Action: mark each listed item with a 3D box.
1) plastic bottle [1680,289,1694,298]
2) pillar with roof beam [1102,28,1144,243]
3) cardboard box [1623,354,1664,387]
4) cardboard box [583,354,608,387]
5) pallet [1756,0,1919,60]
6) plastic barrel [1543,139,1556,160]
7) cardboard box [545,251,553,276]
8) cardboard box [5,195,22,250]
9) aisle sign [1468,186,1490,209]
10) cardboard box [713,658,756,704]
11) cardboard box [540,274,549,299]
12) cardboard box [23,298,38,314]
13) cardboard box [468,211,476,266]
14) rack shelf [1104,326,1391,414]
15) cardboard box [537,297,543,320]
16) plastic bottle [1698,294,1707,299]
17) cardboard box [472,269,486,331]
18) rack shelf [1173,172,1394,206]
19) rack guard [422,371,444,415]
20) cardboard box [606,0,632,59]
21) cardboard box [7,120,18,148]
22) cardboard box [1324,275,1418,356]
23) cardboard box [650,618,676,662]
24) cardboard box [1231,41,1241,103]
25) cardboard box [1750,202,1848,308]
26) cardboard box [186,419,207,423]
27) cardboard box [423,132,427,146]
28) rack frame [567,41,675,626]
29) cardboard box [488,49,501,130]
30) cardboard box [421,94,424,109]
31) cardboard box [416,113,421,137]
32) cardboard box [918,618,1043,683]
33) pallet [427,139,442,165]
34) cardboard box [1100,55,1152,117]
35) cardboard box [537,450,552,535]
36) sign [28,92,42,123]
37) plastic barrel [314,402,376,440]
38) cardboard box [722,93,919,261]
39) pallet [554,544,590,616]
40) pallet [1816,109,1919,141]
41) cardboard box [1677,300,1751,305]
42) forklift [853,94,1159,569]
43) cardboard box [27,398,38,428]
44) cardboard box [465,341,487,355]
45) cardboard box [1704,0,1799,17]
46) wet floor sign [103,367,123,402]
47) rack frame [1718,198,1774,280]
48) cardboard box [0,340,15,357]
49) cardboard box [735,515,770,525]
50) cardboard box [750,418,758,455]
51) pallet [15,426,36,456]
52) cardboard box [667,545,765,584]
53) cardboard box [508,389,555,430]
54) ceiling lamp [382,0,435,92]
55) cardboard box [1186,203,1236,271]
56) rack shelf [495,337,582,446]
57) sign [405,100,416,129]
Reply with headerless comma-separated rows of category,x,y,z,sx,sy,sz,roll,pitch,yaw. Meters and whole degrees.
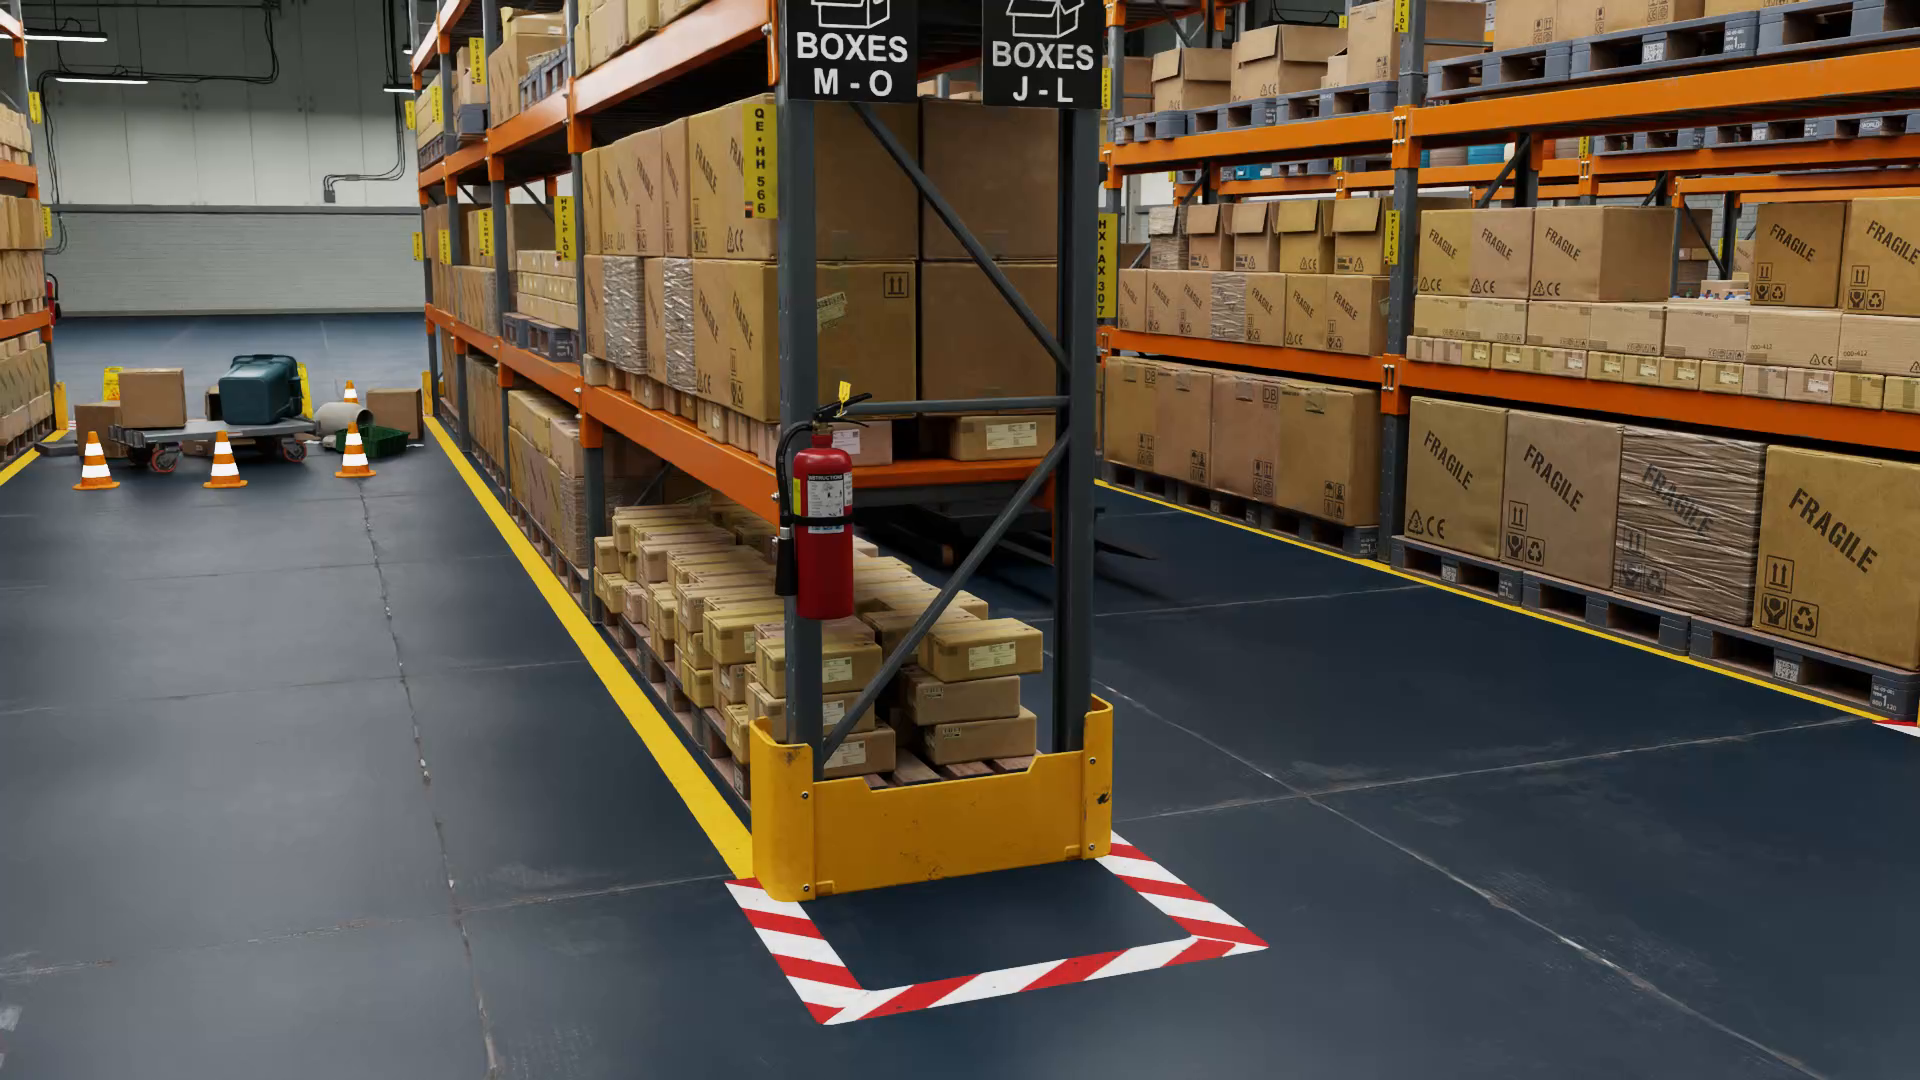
plastic bottle,6.865,-2.230,15.723,0.061,0.283,0.133,-4,11,-21
pillar with roof beam,1.006,-10.799,46.435,9.100,9.000,0.548,-4,11,-21
cardboard box,3.614,-0.869,8.458,0.380,0.149,0.250,-4,11,-20
cardboard box,-1.708,-0.870,8.463,0.380,0.149,0.250,-3,11,-19
pallet,4.325,-2.260,7.246,1.003,0.211,1.213,-4,11,-21
plastic barrel,5.988,-4.269,17.063,0.600,0.830,0.708,-4,11,-21
cardboard box,-2.404,-1.746,10.492,0.380,0.149,0.250,-4,11,-22
cardboard box,-9.260,-2.978,15.605,0.700,0.500,0.500,-4,11,-22
aisle sign,7.730,-5.217,24.760,0.394,0.787,0.004,-4,11,-21
cardboard box,-0.703,0.490,6.192,0.380,0.149,0.250,-4,11,-23
cardboard box,-2.499,-1.641,10.751,0.380,0.149,0.250,-4,11,-21
cardboard box,-9.707,-2.400,17.064,0.380,0.149,0.250,-4,11,-20
cardboard box,-4.219,-2.827,15.608,0.700,0.500,0.500,-4,11,-22
rack shelf,2.429,-1.331,12.392,1.077,0.370,4.000,-4,11,-21
cardboard box,-2.588,-1.536,11.006,0.380,0.149,0.250,-4,11,-19
plastic bottle,6.492,-2.016,14.556,0.097,0.271,0.097,0,10,0
cardboard box,-3.729,-1.982,13.714,0.500,0.500,0.500,-4,11,-22
rack shelf,4.146,-4.428,21.238,1.077,0.370,4.000,-4,11,-21
rack guard,-5.863,-1.792,20.070,1.175,0.500,0.348,-4,11,-21
cardboard box,-1.223,-2.204,7.107,0.500,0.250,0.500,-3,11,-18
cardboard box,-9.621,-4.005,16.385,0.500,0.250,0.500,-4,11,-19
cardboard box,2.730,-1.467,10.817,0.500,0.500,0.500,-4,11,-21
cardboard box,-1.165,0.425,7.405,0.380,0.149,0.250,-4,11,-22
cardboard box,2.387,-3.514,12.562,0.500,0.500,0.500,-3,11,-18
cardboard box,4.307,-1.409,8.214,0.500,0.500,0.500,-4,11,-22
cardboard box,-8.074,-1.199,17.738,0.380,0.149,0.250,2,10,9
cardboard box,-5.662,-4.387,18.187,0.380,0.149,0.250,-4,11,-21
rack frame,-1.506,-1.061,8.817,1.000,3.000,0.127,-4,11,-21
cardboard box,-2.996,-3.129,11.597,0.500,0.500,0.500,-4,11,-21
cardboard box,-5.662,-4.780,18.120,0.380,0.149,0.250,-4,11,-22
cardboard box,-5.918,-4.730,18.973,0.500,0.250,0.500,-4,11,-21
cardboard box,0.071,0.389,5.910,0.380,0.149,0.250,-4,11,-23
pallet,-5.130,-4.133,17.776,1.003,0.211,1.213,-4,11,-21
cardboard box,1.298,-3.846,14.198,0.500,0.500,0.500,-4,11,-19
cardboard box,-2.376,-0.309,10.532,0.500,0.500,0.500,-4,11,-22
sign,-9.907,-4.633,17.809,0.100,0.325,0.005,-4,11,-21
plastic barrel,-6.245,-1.186,16.878,0.512,0.421,0.421,3,11,18
cardboard box,-0.454,-1.155,5.356,0.500,0.500,0.500,-4,11,-22
pallet,-1.789,0.185,9.775,1.003,0.211,1.213,-4,11,-21
pallet,7.395,-3.179,12.700,1.213,0.211,1.003,-4,11,-21
cardboard box,4.114,-1.126,8.761,0.500,0.250,0.500,-4,11,-22
forklift,0.246,-1.342,10.596,1.130,2.935,3.031,-4,11,-23
cardboard box,-9.512,-1.257,16.572,0.500,0.250,0.500,-4,11,-23
cardboard box,-4.567,-1.634,16.910,0.875,0.875,0.875,-4,11,-20
cardboard box,4.041,-2.750,7.981,0.700,0.500,0.500,-5,11,-25
wet floor sign,-9.503,-1.628,18.732,0.267,0.644,0.232,0,10,-1
rack frame,12.655,-4.261,26.807,1.000,3.000,0.127,-4,11,-21
cardboard box,-9.121,-1.799,15.626,0.380,0.149,0.250,-3,11,-19
cardboard box,-0.908,-0.036,8.298,0.380,0.149,0.250,-4,11,-21
cardboard box,-0.493,-0.362,5.609,0.380,0.149,0.250,-4,11,-21
pallet,-9.704,-0.970,16.269,1.003,0.211,1.213,-4,11,-21
cardboard box,-1.084,0.127,7.385,0.380,0.149,0.250,-4,11,-23
cardboard box,-2.931,-0.931,11.885,0.500,0.250,0.500,-4,11,-23
ceiling lamp,-13.800,-13.066,42.513,2.000,3.185,0.800,-4,11,-21
cardboard box,2.188,-2.328,12.792,0.797,0.503,0.637,-4,11,-20
rack shelf,-2.230,-1.033,10.716,1.077,0.370,4.000,-4,11,-21
sign,-6.374,-4.931,19.290,0.100,0.325,0.005,-4,11,-21
